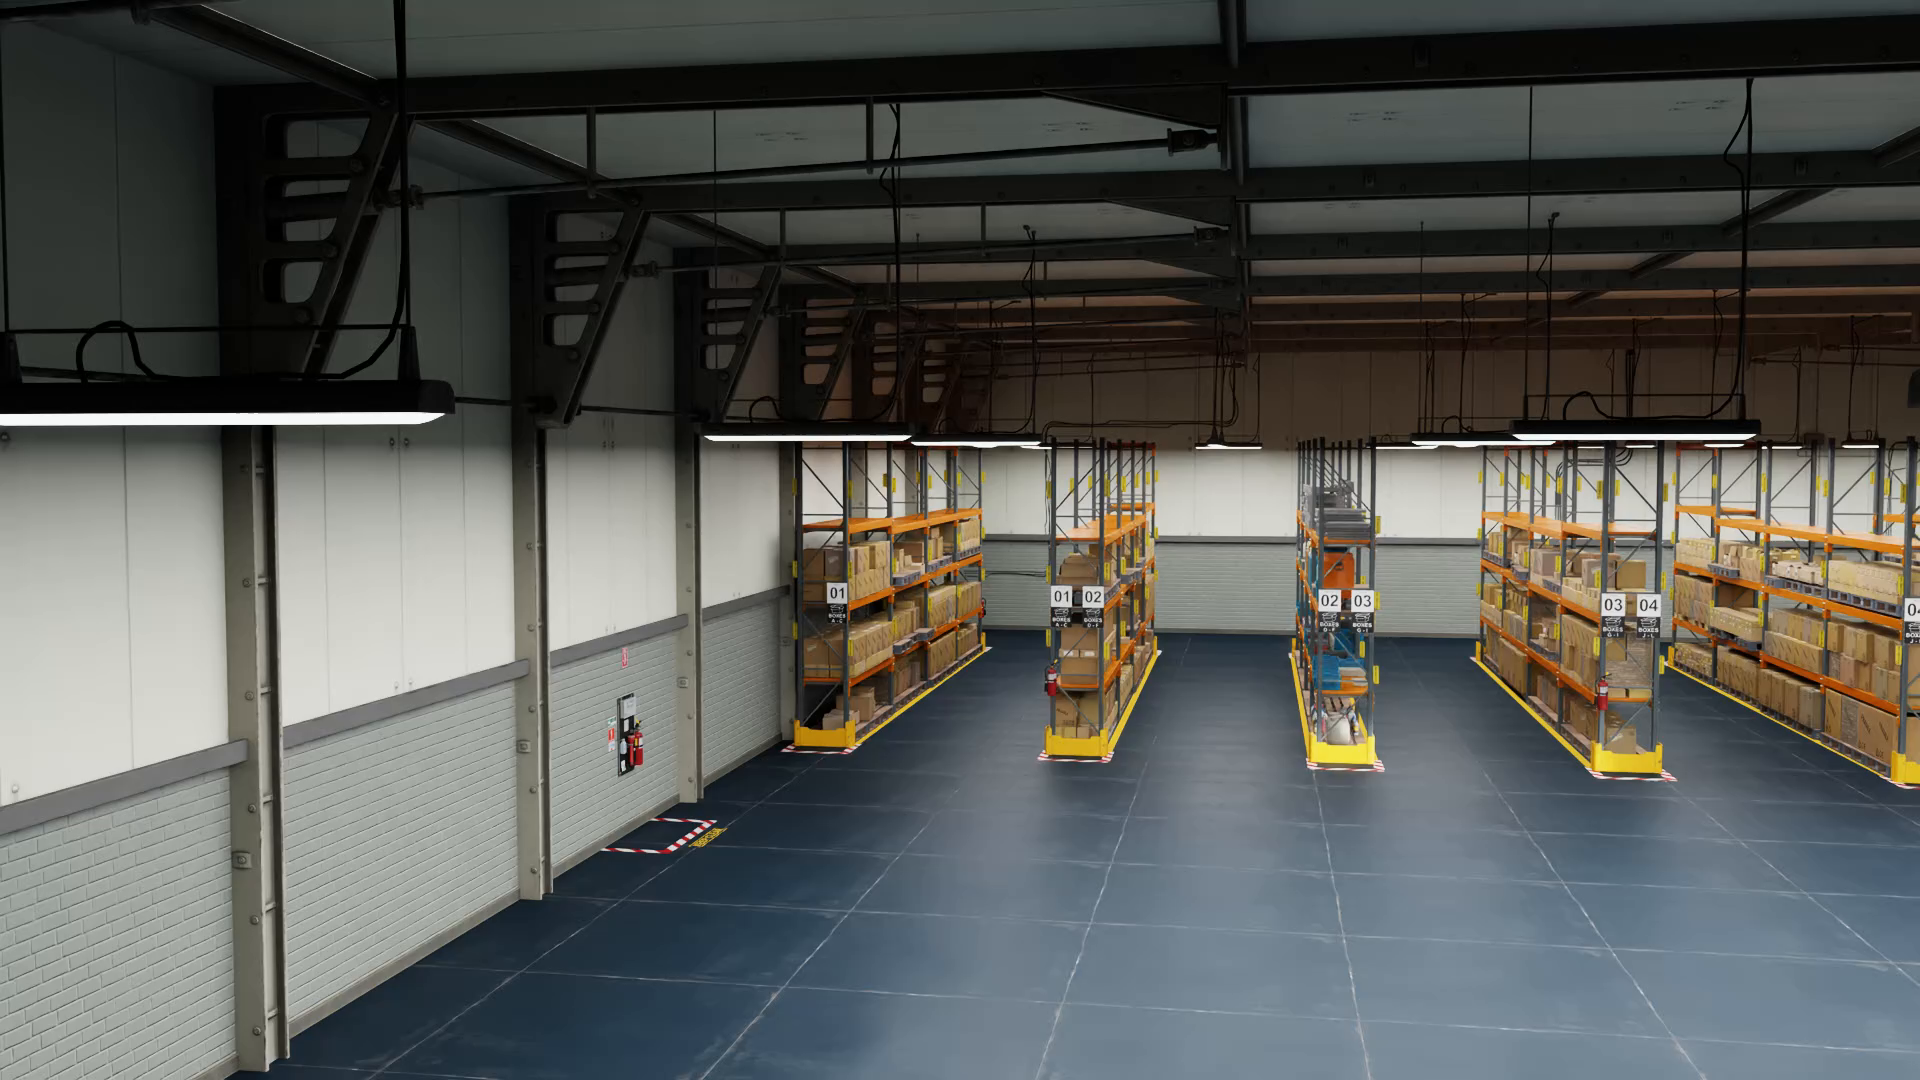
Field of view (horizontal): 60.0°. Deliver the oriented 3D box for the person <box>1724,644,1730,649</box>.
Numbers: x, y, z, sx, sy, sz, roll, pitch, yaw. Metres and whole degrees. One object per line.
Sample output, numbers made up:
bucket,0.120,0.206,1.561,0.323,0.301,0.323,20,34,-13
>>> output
person,21.130,2.500,45.295,1.032,1.632,0.434,1,3,23
